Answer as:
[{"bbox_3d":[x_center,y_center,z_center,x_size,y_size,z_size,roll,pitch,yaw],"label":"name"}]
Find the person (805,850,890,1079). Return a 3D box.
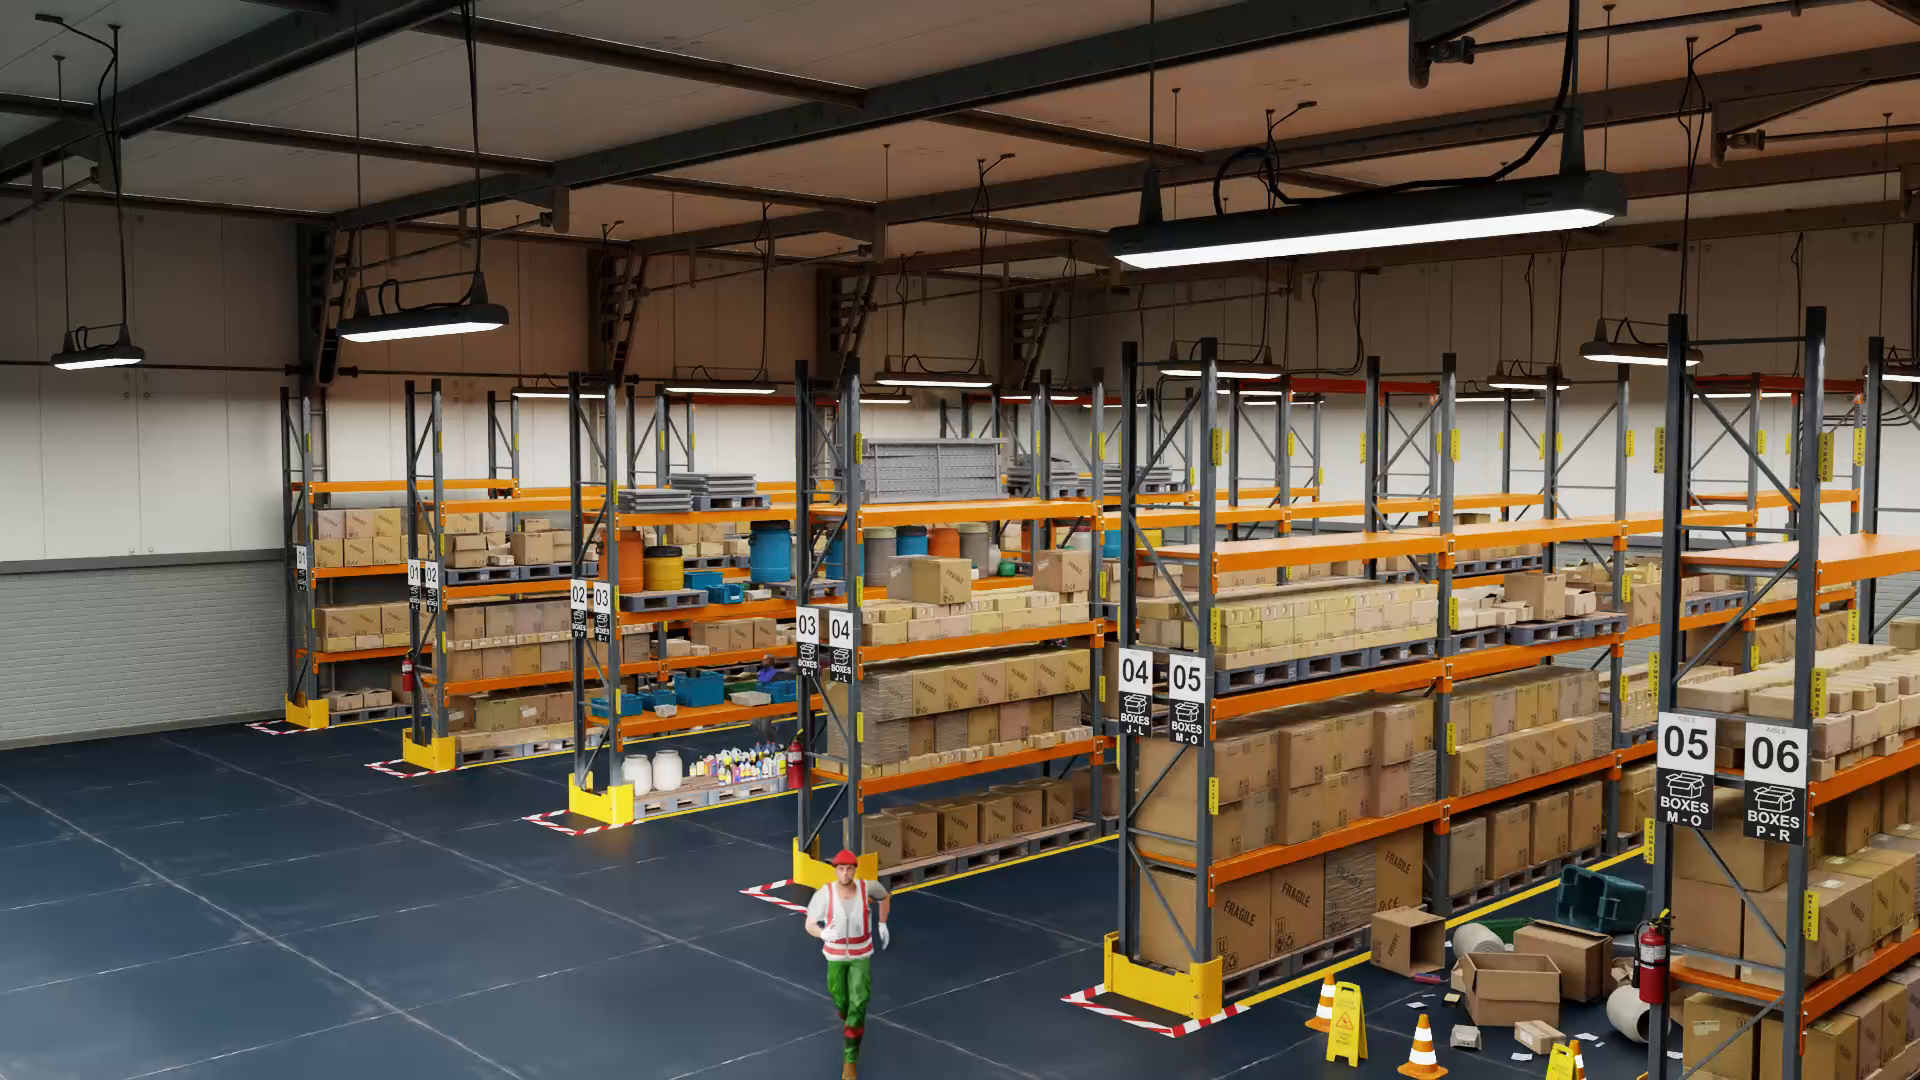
[{"bbox_3d":[-0.912,3.426,13.548,0.680,1.867,0.849,0,4,-1],"label":"person"}]

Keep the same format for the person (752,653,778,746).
[{"bbox_3d":[-3.127,2.650,27.024,0.586,1.624,0.556,3,5,40],"label":"person"}]
